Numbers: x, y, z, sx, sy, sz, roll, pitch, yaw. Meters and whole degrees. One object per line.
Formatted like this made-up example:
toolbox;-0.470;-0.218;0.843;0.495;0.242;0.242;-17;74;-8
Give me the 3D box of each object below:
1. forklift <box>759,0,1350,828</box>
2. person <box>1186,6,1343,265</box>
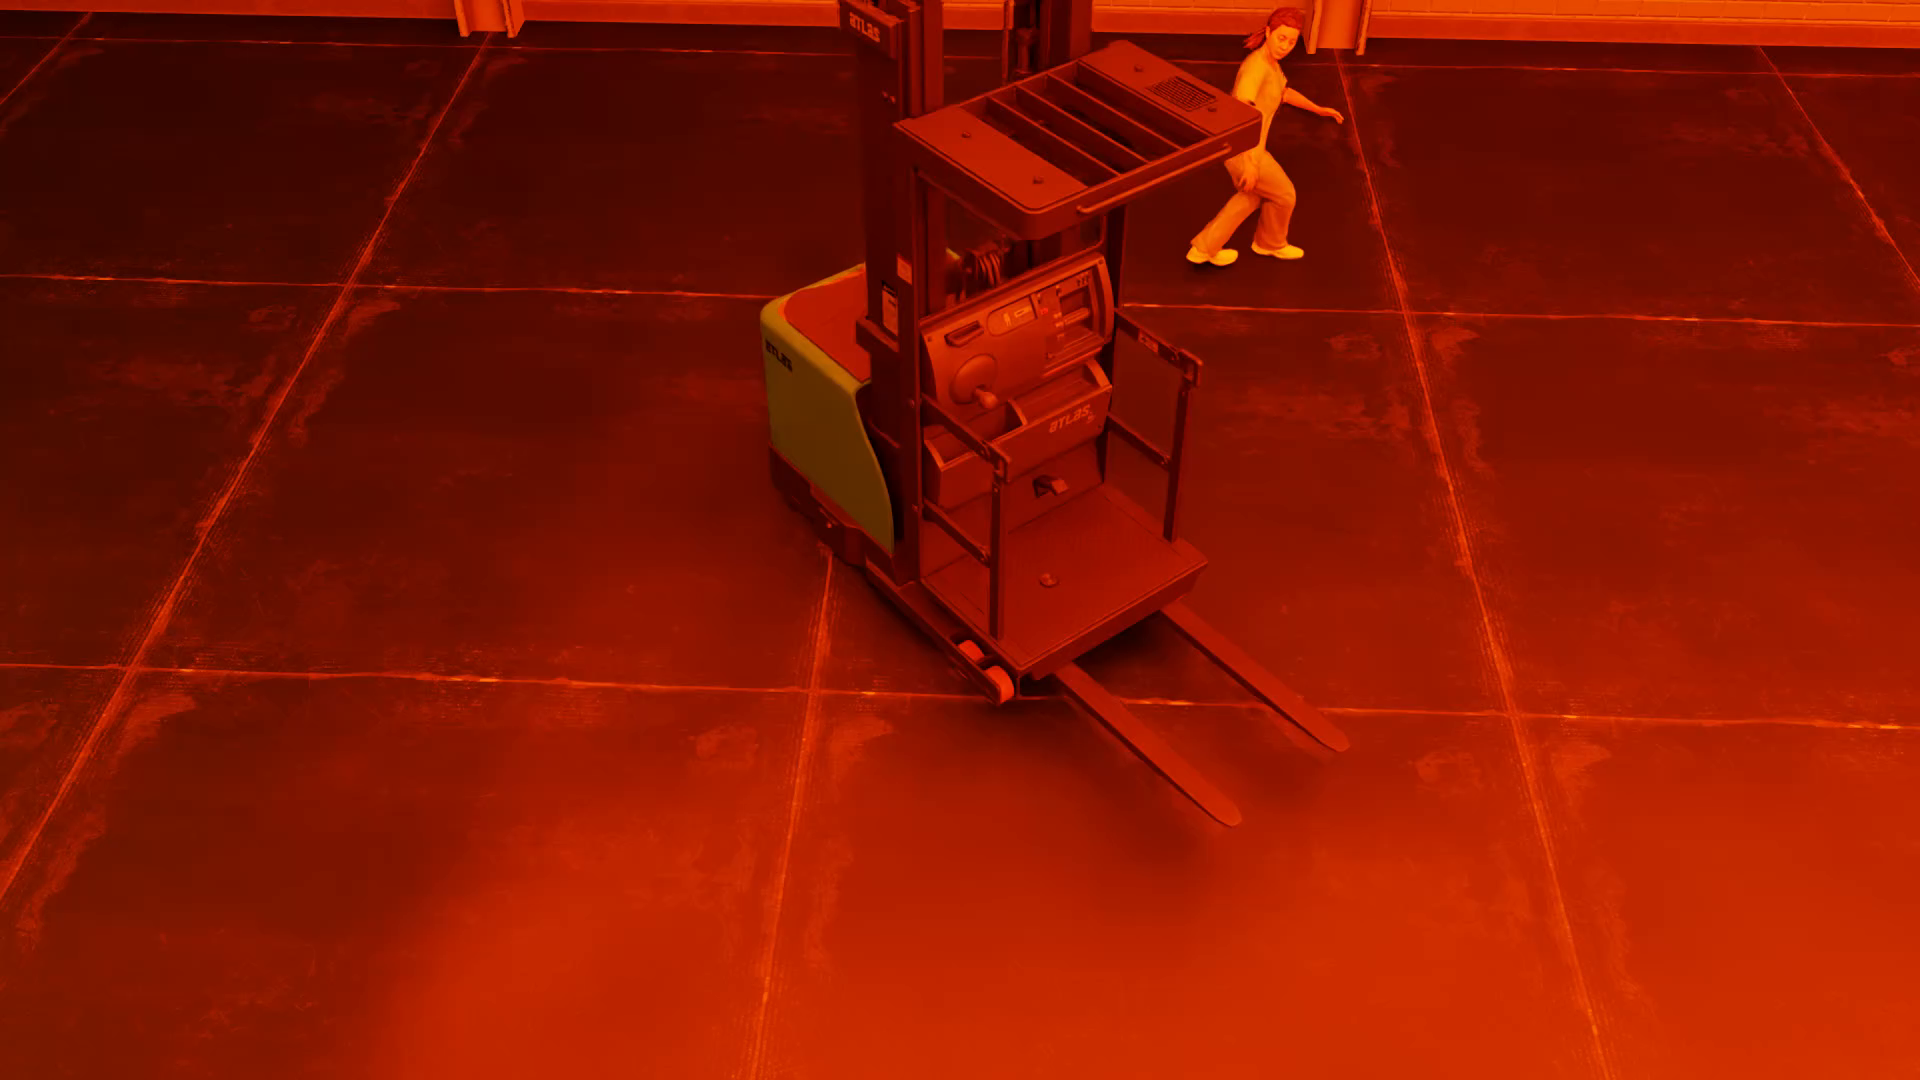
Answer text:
forklift;0.378;-0.759;6.574;1.130;2.935;3.031;-28;49;-27
person;1.700;-2.113;9.108;0.795;1.549;0.734;-1;42;-2
